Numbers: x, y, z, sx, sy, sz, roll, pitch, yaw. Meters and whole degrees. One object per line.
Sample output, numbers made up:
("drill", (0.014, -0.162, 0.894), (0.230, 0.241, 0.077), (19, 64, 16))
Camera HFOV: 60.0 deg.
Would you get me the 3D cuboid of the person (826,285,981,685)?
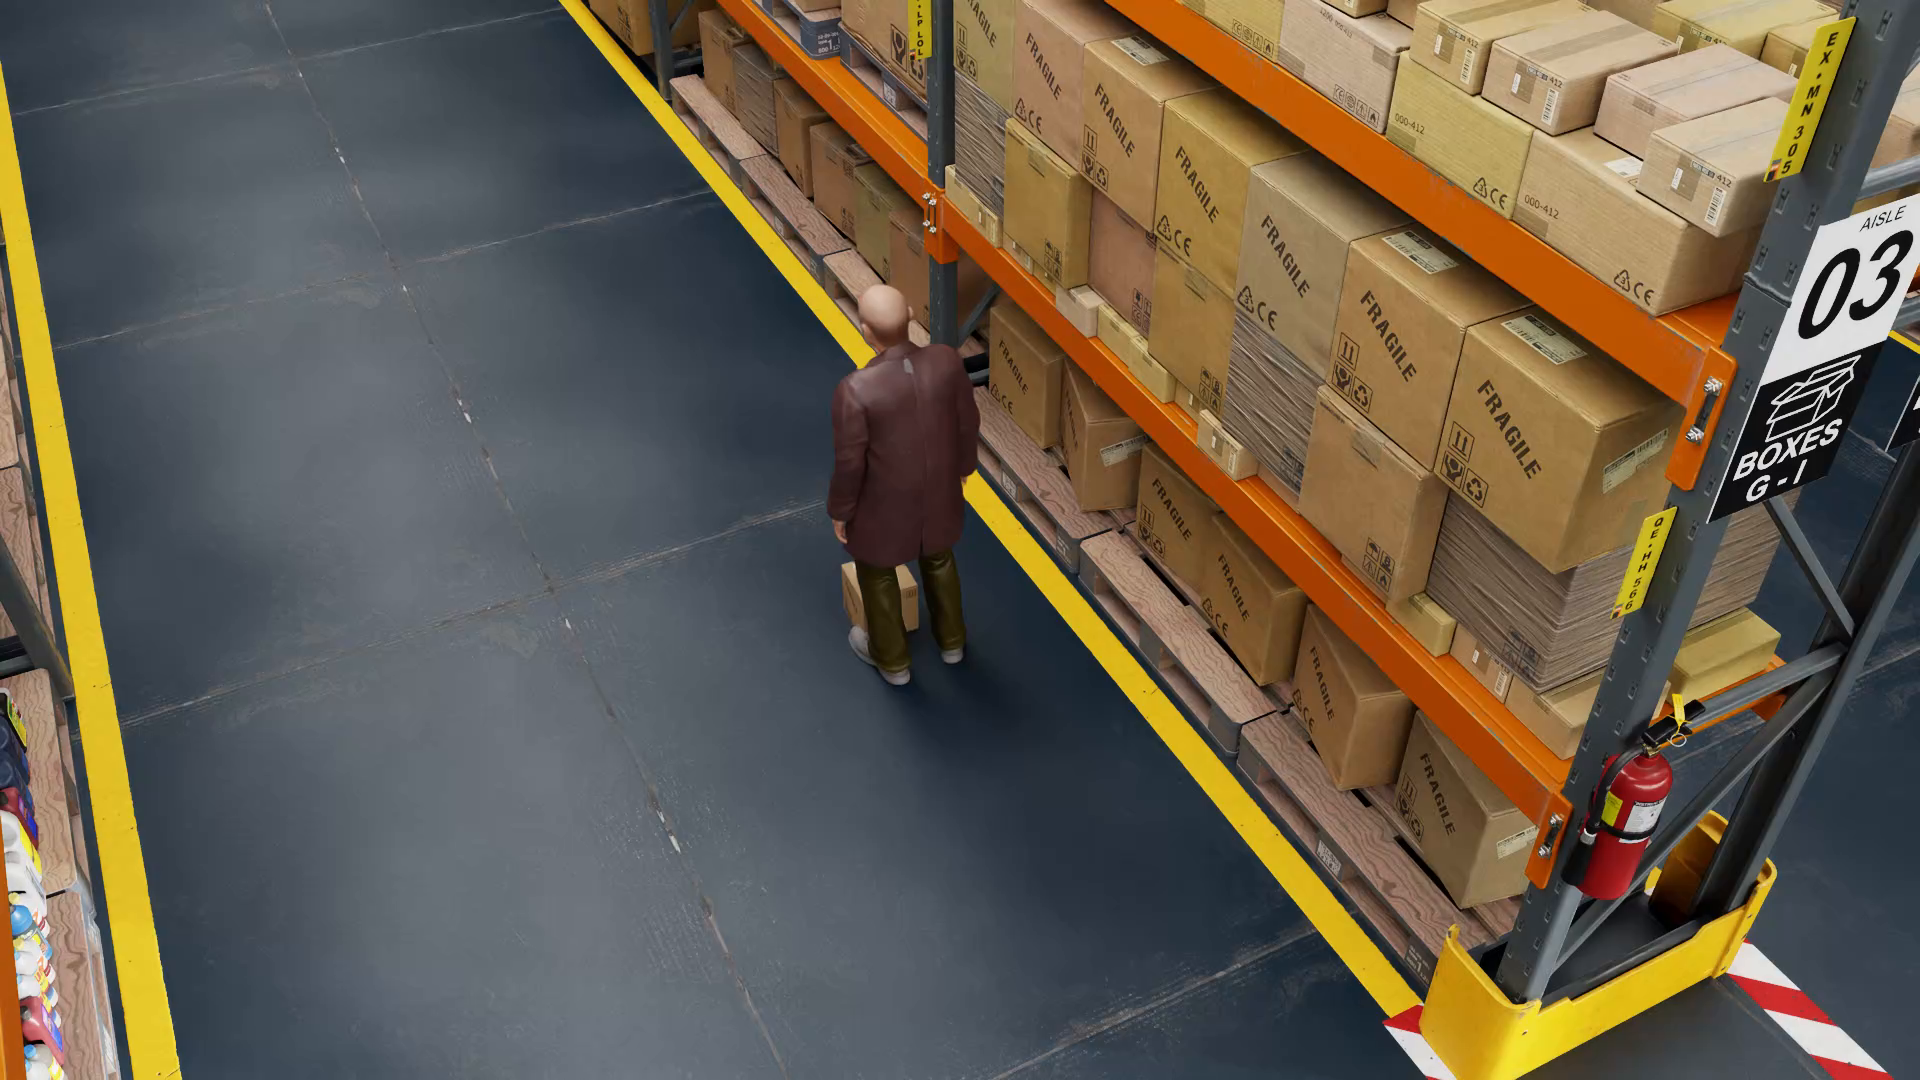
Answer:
("person", (-0.224, -0.190, 6.392), (0.642, 1.772, 0.428), (-20, 45, -22))
